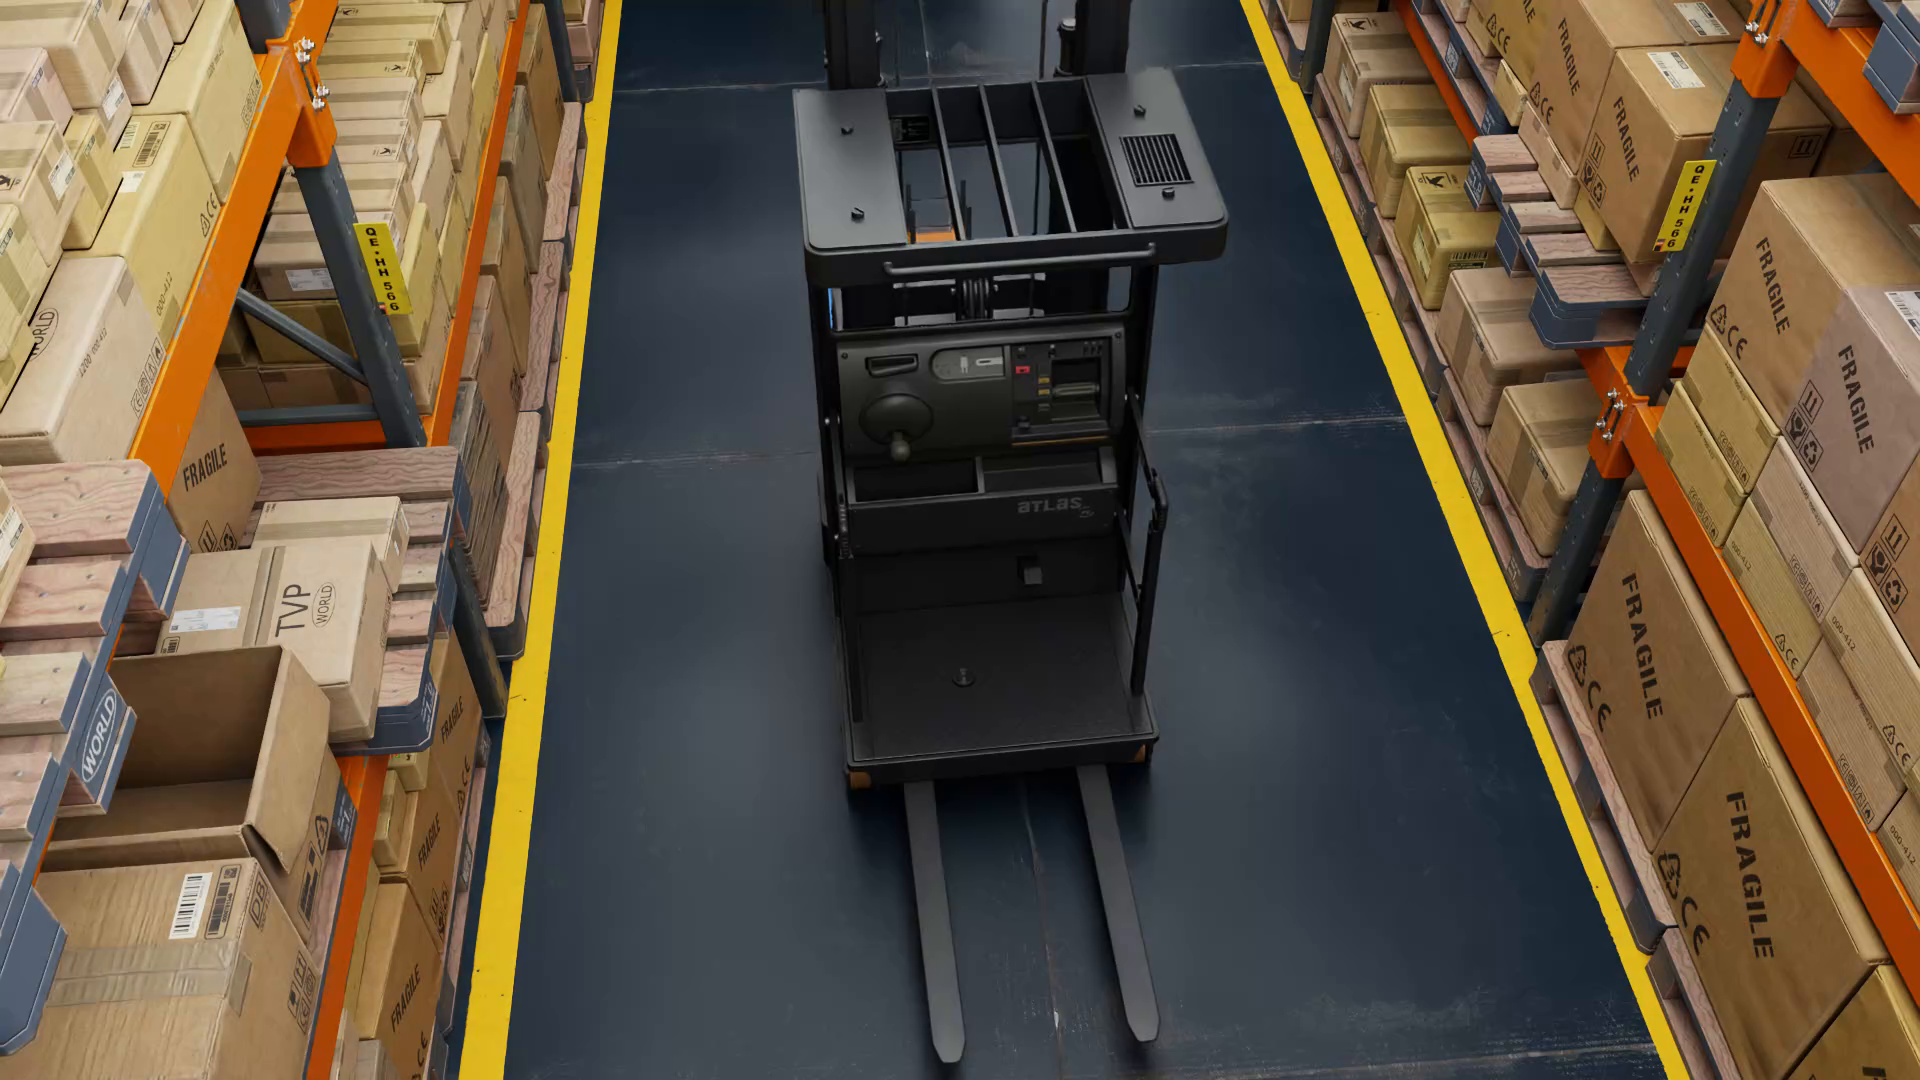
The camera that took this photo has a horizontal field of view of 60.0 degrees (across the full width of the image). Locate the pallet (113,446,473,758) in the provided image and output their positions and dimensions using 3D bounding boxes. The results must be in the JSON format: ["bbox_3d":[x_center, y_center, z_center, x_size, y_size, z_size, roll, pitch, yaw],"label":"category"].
[{"bbox_3d":[-2.085,0.180,4.783,1.213,0.211,1.003,-3,47,-3],"label":"pallet"}]

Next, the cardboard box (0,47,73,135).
[{"bbox_3d":[-1.920,-0.788,3.125,0.380,0.149,0.250,-4,47,-4],"label":"cardboard box"}]

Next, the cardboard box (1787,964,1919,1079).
[{"bbox_3d":[2.854,1.707,4.378,0.875,0.875,0.875,-2,47,-2],"label":"cardboard box"}]

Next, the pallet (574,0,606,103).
[{"bbox_3d":[-2.571,-2.886,9.474,1.003,0.211,1.213,-3,47,-3],"label":"pallet"}]

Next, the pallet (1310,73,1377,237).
[{"bbox_3d":[2.466,-2.049,8.682,1.003,0.211,1.213,-3,47,-3],"label":"pallet"}]

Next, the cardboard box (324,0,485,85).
[{"bbox_3d":[-2.140,-1.939,6.416,0.500,0.250,0.500,-3,47,-3],"label":"cardboard box"}]

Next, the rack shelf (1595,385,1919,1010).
[{"bbox_3d":[2.902,1.018,4.352,1.077,0.370,4.000,-3,47,-3],"label":"rack shelf"}]

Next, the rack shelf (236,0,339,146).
[{"bbox_3d":[-2.379,-2.604,5.716,1.077,0.370,4.000,-3,47,-3],"label":"rack shelf"}]

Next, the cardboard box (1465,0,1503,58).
[{"bbox_3d":[2.264,-2.074,6.669,0.380,0.149,0.250,-5,47,-5],"label":"cardboard box"}]

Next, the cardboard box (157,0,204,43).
[{"bbox_3d":[-1.942,-1.248,3.765,0.380,0.149,0.250,-3,47,-2],"label":"cardboard box"}]

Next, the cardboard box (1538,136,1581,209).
[{"bbox_3d":[2.312,-1.327,5.961,0.380,0.149,0.250,-4,47,-4],"label":"cardboard box"}]

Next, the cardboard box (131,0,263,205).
[{"bbox_3d":[-1.927,-0.996,3.801,0.500,0.250,0.500,-5,47,-5],"label":"cardboard box"}]

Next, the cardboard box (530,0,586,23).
[{"bbox_3d":[-2.280,-3.006,8.928,0.500,0.250,0.500,-4,47,-3],"label":"cardboard box"}]

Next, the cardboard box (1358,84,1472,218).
[{"bbox_3d":[2.509,-1.912,8.152,0.950,0.372,0.625,-1,47,-1],"label":"cardboard box"}]

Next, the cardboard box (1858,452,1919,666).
[{"bbox_3d":[2.611,0.050,4.016,0.500,0.500,0.500,-2,47,-2],"label":"cardboard box"}]

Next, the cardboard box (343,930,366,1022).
[{"bbox_3d":[-1.888,1.225,4.646,0.380,0.149,0.250,-4,47,-4],"label":"cardboard box"}]

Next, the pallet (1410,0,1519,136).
[{"bbox_3d":[2.528,-2.041,6.885,1.003,0.211,1.213,-3,47,-3],"label":"pallet"}]

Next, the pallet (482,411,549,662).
[{"bbox_3d":[-2.242,-0.012,6.752,1.003,0.211,1.213,-3,47,-3],"label":"pallet"}]

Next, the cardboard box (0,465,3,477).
[{"bbox_3d":[-1.652,-0.058,2.420,0.380,0.149,0.250,-3,47,-3],"label":"cardboard box"}]

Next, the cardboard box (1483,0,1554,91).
[{"bbox_3d":[2.321,-2.008,6.160,0.500,0.500,0.500,-6,47,-6],"label":"cardboard box"}]

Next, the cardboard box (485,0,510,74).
[{"bbox_3d":[-2.185,-2.142,6.952,0.500,0.250,0.500,-3,47,-3],"label":"cardboard box"}]

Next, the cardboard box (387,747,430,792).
[{"bbox_3d":[-1.864,0.657,5.184,0.380,0.149,0.250,-6,47,-5],"label":"cardboard box"}]

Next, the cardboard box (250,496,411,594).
[{"bbox_3d":[-1.774,0.021,4.684,0.380,0.149,0.250,-3,47,-3],"label":"cardboard box"}]

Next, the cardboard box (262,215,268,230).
[{"bbox_3d":[-2.571,-1.171,5.688,0.500,0.250,0.500,-3,47,-3],"label":"cardboard box"}]

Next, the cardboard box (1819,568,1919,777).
[{"bbox_3d":[2.602,0.320,4.277,0.500,0.250,0.500,-4,47,-3],"label":"cardboard box"}]

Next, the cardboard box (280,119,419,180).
[{"bbox_3d":[-2.016,-1.256,5.494,0.380,0.149,0.250,-2,47,-2],"label":"cardboard box"}]

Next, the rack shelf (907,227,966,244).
[{"bbox_3d":[-0.087,-1.165,6.728,0.258,0.103,0.180,-5,47,-5],"label":"rack shelf"}]

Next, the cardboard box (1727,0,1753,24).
[{"bbox_3d":[2.876,-1.674,5.843,0.500,0.500,0.500,-1,47,-1],"label":"cardboard box"}]

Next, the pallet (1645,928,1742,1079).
[{"bbox_3d":[2.824,1.738,5.095,1.003,0.211,1.213,-3,47,-3],"label":"pallet"}]

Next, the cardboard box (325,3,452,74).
[{"bbox_3d":[-2.063,-1.812,6.021,0.380,0.149,0.250,-3,47,-2],"label":"cardboard box"}]

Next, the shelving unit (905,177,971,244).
[{"bbox_3d":[-0.087,-0.948,6.958,0.258,1.200,0.189,-5,47,-5],"label":"shelving unit"}]

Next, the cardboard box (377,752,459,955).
[{"bbox_3d":[-1.931,0.998,5.308,0.500,0.500,0.500,-4,47,-4],"label":"cardboard box"}]

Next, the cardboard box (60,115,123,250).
[{"bbox_3d":[-1.879,-0.690,3.237,0.380,0.149,0.250,-3,47,-3],"label":"cardboard box"}]

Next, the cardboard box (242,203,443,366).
[{"bbox_3d":[-1.981,-0.830,5.366,0.500,0.250,0.500,-4,47,-3],"label":"cardboard box"}]

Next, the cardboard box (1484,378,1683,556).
[{"bbox_3d":[2.697,-0.327,6.651,0.950,0.372,0.625,-6,47,-6],"label":"cardboard box"}]

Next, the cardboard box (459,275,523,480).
[{"bbox_3d":[-2.313,-0.625,6.759,0.875,0.625,0.625,-2,47,-2],"label":"cardboard box"}]

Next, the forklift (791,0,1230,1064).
[{"bbox_3d":[0.101,-0.378,5.226,1.130,2.935,3.031,-5,47,-5],"label":"forklift"}]

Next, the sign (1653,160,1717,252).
[{"bbox_3d":[2.194,-1.008,5.032,0.100,0.325,0.005,-3,47,-3],"label":"sign"}]

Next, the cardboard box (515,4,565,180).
[{"bbox_3d":[-2.492,-2.218,8.267,0.875,0.625,0.625,-2,47,-2],"label":"cardboard box"}]

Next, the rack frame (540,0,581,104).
[{"bbox_3d":[-2.547,-3.267,7.914,1.000,3.000,0.127,-3,47,-3],"label":"rack frame"}]

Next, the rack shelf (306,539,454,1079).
[{"bbox_3d":[-2.044,1.322,4.064,1.077,0.370,4.000,-3,47,-3],"label":"rack shelf"}]

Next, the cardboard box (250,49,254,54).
[{"bbox_3d":[-2.569,-1.594,5.814,0.380,0.149,0.250,-4,47,-4],"label":"cardboard box"}]

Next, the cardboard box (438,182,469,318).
[{"bbox_3d":[-2.043,-1.021,5.891,0.500,0.250,0.500,-4,47,-4],"label":"cardboard box"}]

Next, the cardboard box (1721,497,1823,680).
[{"bbox_3d":[2.585,0.114,4.815,0.500,0.250,0.500,-5,47,-4],"label":"cardboard box"}]

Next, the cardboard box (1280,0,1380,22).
[{"bbox_3d":[2.082,-3.181,9.438,0.500,0.250,0.500,-2,47,-1],"label":"cardboard box"}]

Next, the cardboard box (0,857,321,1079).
[{"bbox_3d":[-1.804,1.037,3.481,0.700,0.500,0.500,-4,47,-3],"label":"cardboard box"}]
